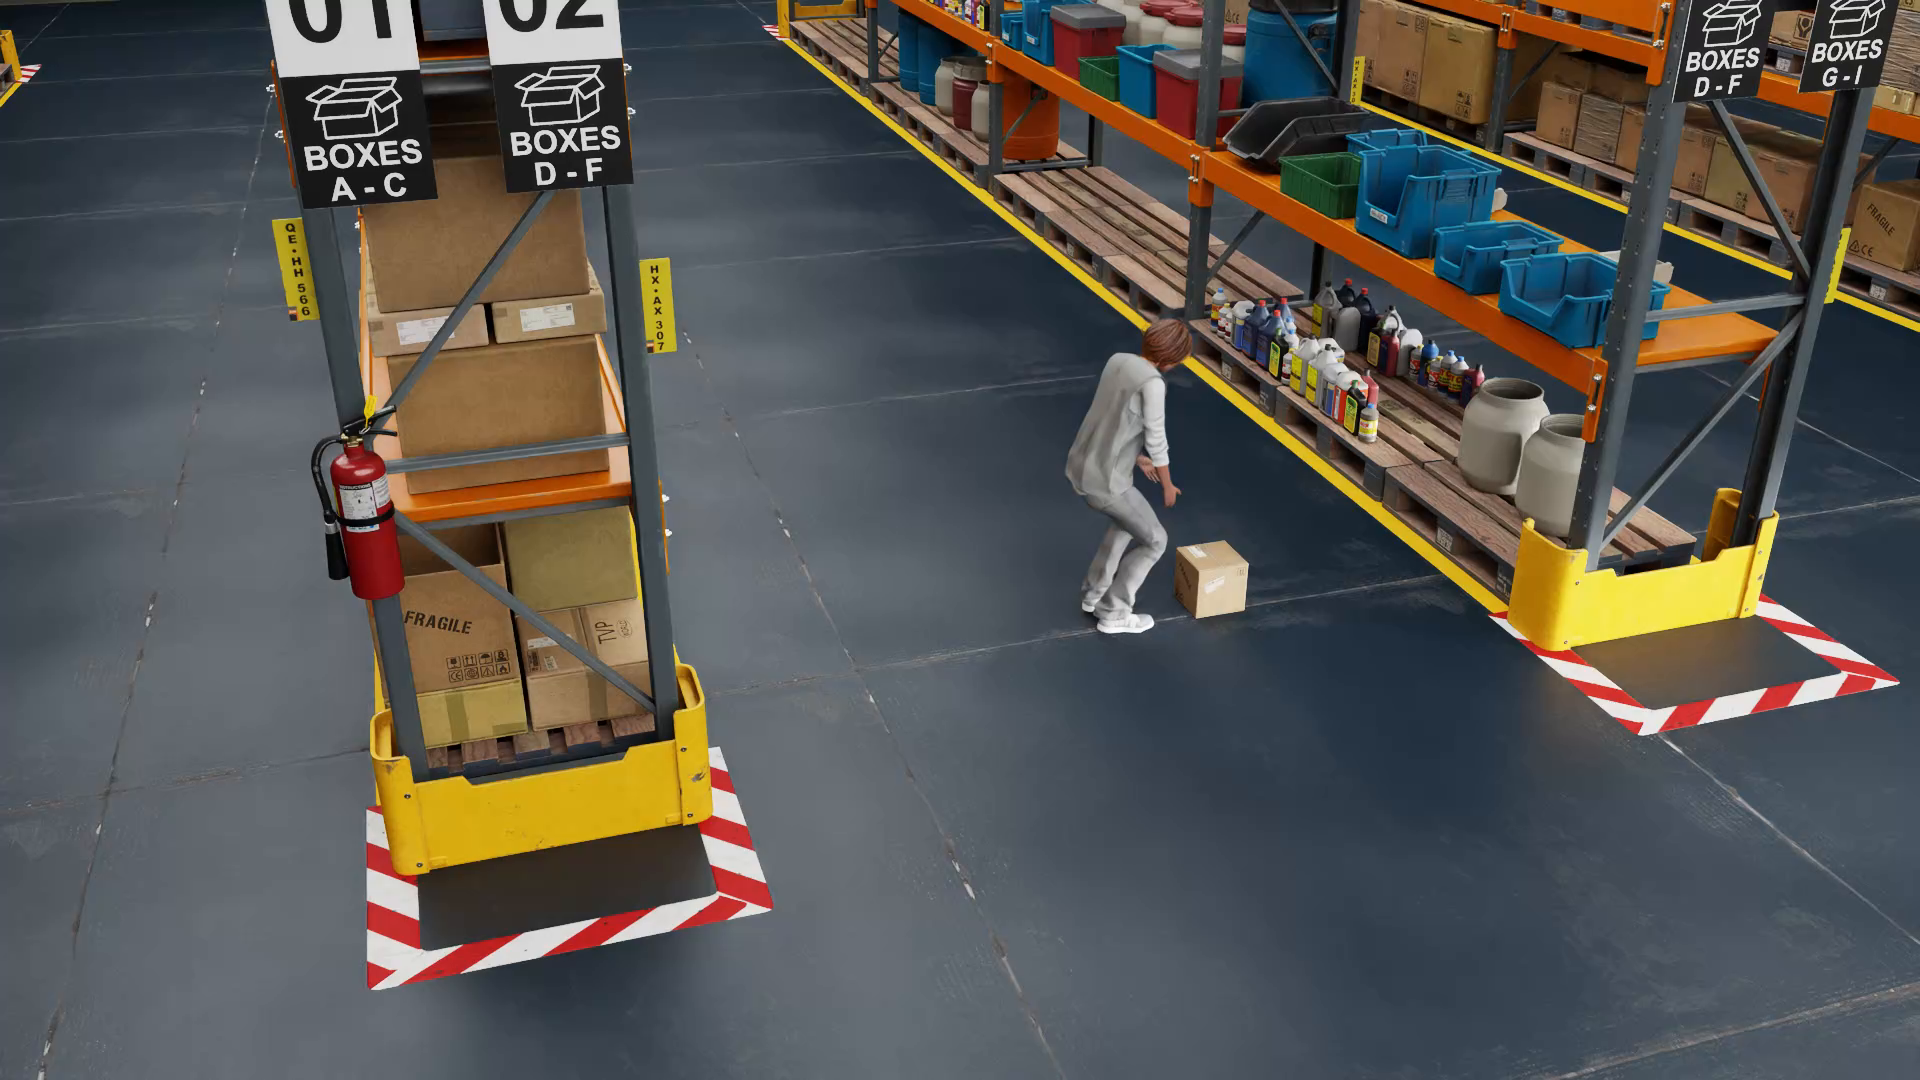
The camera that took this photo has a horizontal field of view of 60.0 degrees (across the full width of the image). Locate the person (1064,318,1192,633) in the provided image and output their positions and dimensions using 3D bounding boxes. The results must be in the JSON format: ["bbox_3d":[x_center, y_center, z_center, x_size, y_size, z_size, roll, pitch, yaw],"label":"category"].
[{"bbox_3d":[0.735,-0.286,7.402,0.560,1.423,0.456,-8,28,-15],"label":"person"}]
